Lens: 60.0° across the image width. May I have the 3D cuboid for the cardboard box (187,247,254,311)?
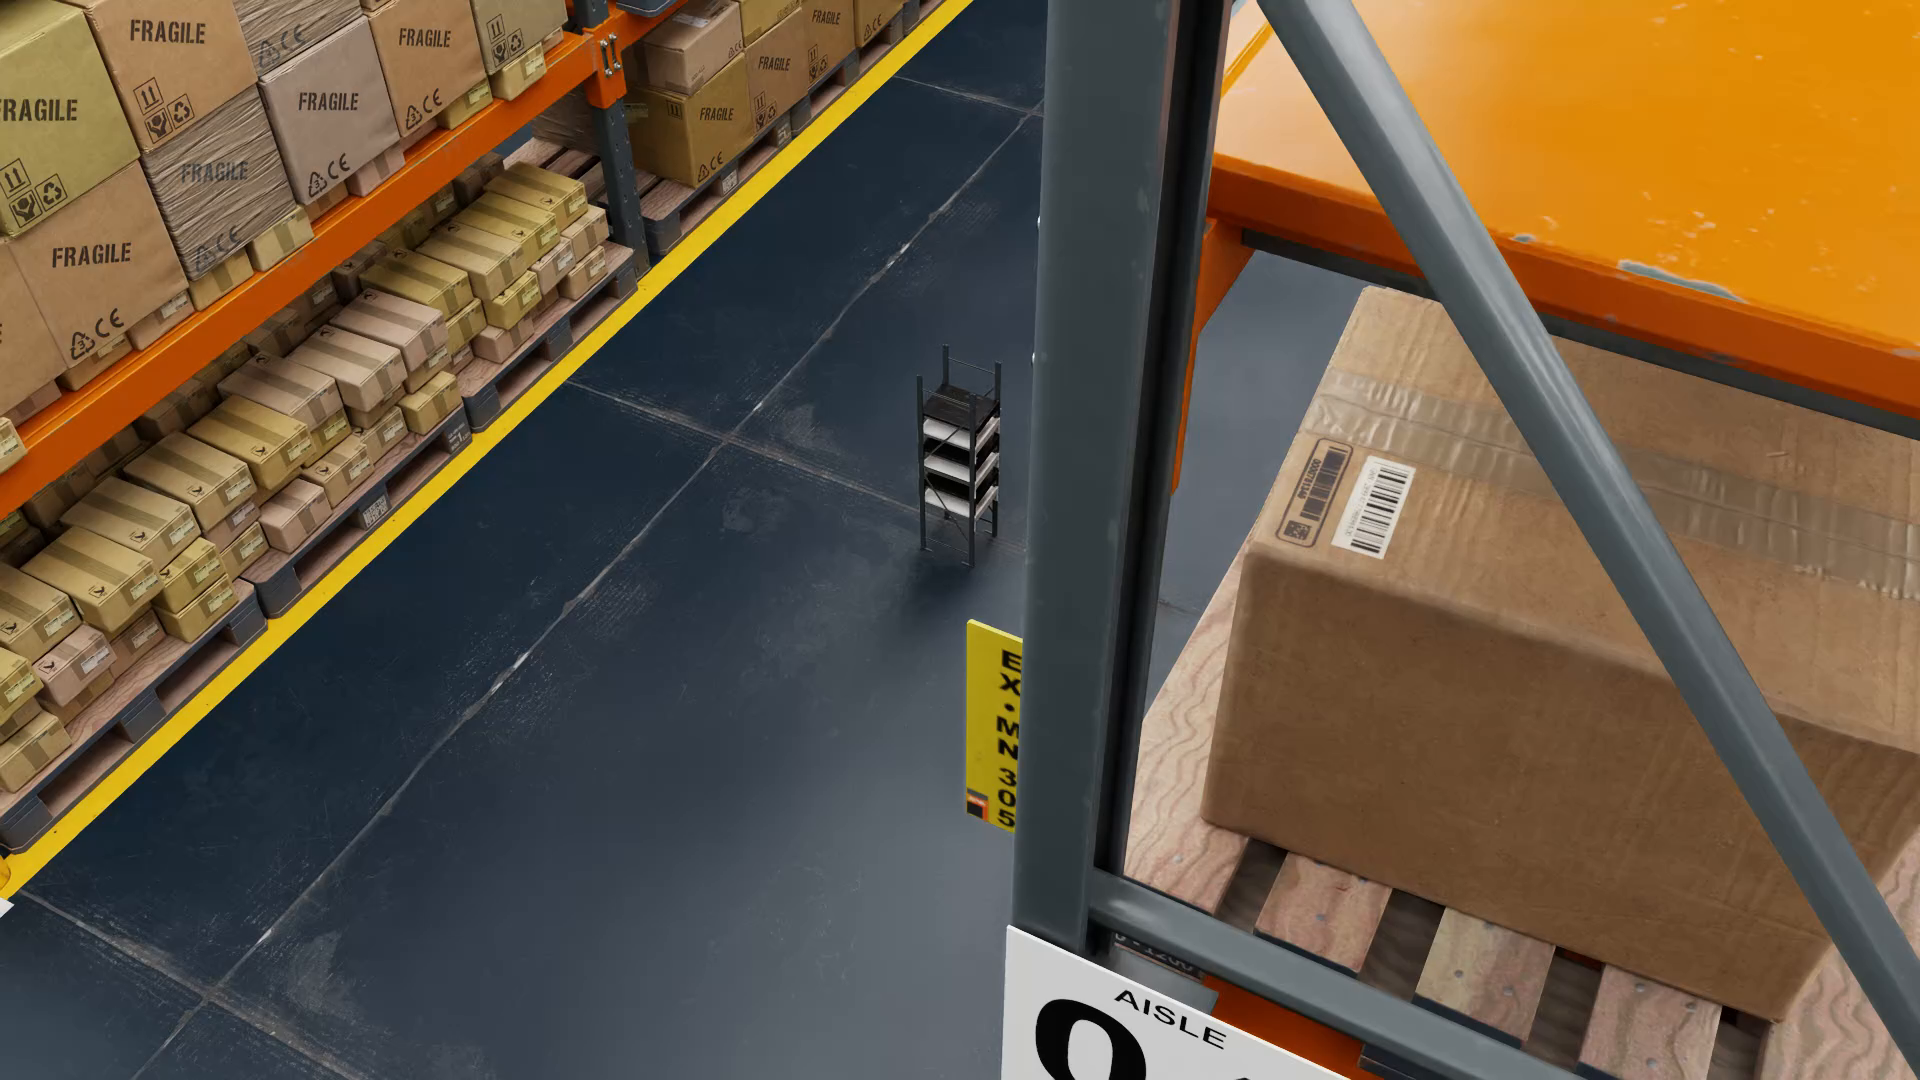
[{"bbox_3d":[-2.700,-0.972,5.779,0.380,0.149,0.250,22,49,20],"label":"cardboard box"}]

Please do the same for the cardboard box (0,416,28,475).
[{"bbox_3d":[-3.126,-0.299,5.113,0.380,0.149,0.250,19,48,18],"label":"cardboard box"}]

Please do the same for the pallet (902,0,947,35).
[{"bbox_3d":[-0.470,-3.533,10.093,1.003,0.211,1.213,20,49,19],"label":"pallet"}]

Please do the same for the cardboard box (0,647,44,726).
[{"bbox_3d":[-3.276,0.462,5.475,0.380,0.149,0.250,18,48,17],"label":"cardboard box"}]

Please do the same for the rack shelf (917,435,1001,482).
[{"bbox_3d":[-0.004,-0.351,6.385,0.258,0.077,0.200,20,49,19],"label":"rack shelf"}]

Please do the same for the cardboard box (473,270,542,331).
[{"bbox_3d":[-2.051,-1.083,7.211,0.380,0.149,0.250,19,48,18],"label":"cardboard box"}]

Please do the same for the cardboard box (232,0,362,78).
[{"bbox_3d":[-2.427,-1.946,5.582,0.500,0.500,0.500,22,49,20],"label":"cardboard box"}]

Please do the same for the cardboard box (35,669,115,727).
[{"bbox_3d":[-3.244,0.473,5.883,0.380,0.149,0.250,20,49,19],"label":"cardboard box"}]

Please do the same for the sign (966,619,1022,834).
[{"bbox_3d":[0.052,0.210,1.757,0.100,0.325,0.005,20,49,19],"label":"sign"}]

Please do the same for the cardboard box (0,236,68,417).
[{"bbox_3d":[-3.141,-0.642,4.996,0.500,0.500,0.500,21,49,19],"label":"cardboard box"}]

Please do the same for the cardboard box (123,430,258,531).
[{"bbox_3d":[-2.845,-0.223,6.152,0.380,0.149,0.250,22,49,21],"label":"cardboard box"}]

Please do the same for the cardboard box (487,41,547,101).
[{"bbox_3d":[-1.911,-1.941,6.736,0.380,0.149,0.250,19,48,18],"label":"cardboard box"}]

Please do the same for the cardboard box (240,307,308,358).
[{"bbox_3d":[-2.905,-0.857,6.779,0.380,0.149,0.250,19,48,17],"label":"cardboard box"}]

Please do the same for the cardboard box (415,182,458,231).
[{"bbox_3d":[-2.487,-1.537,7.451,0.380,0.149,0.250,23,50,21],"label":"cardboard box"}]

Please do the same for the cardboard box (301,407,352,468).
[{"bbox_3d":[-2.659,-0.474,6.609,0.380,0.149,0.250,23,50,21],"label":"cardboard box"}]

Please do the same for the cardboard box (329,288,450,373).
[{"bbox_3d":[-2.324,-0.858,6.779,0.380,0.149,0.250,18,48,17],"label":"cardboard box"}]

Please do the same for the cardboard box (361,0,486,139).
[{"bbox_3d":[-2.180,-1.900,6.239,0.500,0.500,0.500,19,48,18],"label":"cardboard box"}]

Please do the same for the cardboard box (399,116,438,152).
[{"bbox_3d":[-2.269,-1.653,6.451,0.380,0.149,0.250,19,48,18],"label":"cardboard box"}]

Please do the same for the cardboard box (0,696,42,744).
[{"bbox_3d":[-3.349,0.539,5.608,0.380,0.149,0.250,22,49,21],"label":"cardboard box"}]

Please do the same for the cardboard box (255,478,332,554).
[{"bbox_3d":[-2.693,-0.131,6.480,0.380,0.149,0.250,18,48,17],"label":"cardboard box"}]

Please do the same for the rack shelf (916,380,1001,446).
[{"bbox_3d":[-0.004,-0.478,6.257,0.258,0.077,0.200,20,49,19],"label":"rack shelf"}]

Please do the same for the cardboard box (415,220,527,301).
[{"bbox_3d":[-2.090,-1.196,7.114,0.380,0.149,0.250,20,49,19],"label":"cardboard box"}]

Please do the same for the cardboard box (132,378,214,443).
[{"bbox_3d":[-3.151,-0.541,6.466,0.380,0.149,0.250,19,48,18],"label":"cardboard box"}]

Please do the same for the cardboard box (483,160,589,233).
[{"bbox_3d":[-1.898,-1.530,7.444,0.380,0.149,0.250,22,49,20],"label":"cardboard box"}]

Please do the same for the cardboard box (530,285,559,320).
[{"bbox_3d":[-2.038,-1.135,7.472,0.380,0.149,0.250,22,49,20],"label":"cardboard box"}]

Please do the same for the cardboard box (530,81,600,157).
[{"bbox_3d":[-1.843,-2.303,8.380,0.500,0.500,0.500,20,49,18],"label":"cardboard box"}]

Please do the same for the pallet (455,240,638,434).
[{"bbox_3d":[-2.244,-1.070,7.659,1.003,0.211,1.213,20,49,19],"label":"pallet"}]

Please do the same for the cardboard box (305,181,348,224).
[{"bbox_3d":[-2.495,-1.315,6.117,0.380,0.149,0.250,20,49,18],"label":"cardboard box"}]

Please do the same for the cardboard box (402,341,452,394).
[{"bbox_3d":[-2.355,-0.790,6.922,0.380,0.149,0.250,22,49,20],"label":"cardboard box"}]

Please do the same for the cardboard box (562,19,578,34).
[{"bbox_3d":[-1.841,-2.570,8.116,0.500,0.250,0.500,19,48,18],"label":"cardboard box"}]

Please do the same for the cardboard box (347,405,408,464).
[{"bbox_3d":[-2.504,-0.477,6.821,0.380,0.149,0.250,21,49,20],"label":"cardboard box"}]

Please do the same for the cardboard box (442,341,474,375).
[{"bbox_3d":[-2.334,-0.821,7.162,0.380,0.149,0.250,19,48,18],"label":"cardboard box"}]

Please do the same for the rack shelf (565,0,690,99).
[{"bbox_3d":[-1.035,-3.492,8.598,1.077,0.370,4.000,20,49,19],"label":"rack shelf"}]

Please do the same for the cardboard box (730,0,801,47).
[{"bbox_3d":[-1.141,-2.732,8.276,0.500,0.250,0.500,22,49,20],"label":"cardboard box"}]

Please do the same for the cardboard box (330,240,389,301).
[{"bbox_3d":[-2.662,-1.190,7.108,0.380,0.149,0.250,19,48,18],"label":"cardboard box"}]

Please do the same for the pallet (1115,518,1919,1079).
[{"bbox_3d":[0.861,0.242,2.355,1.003,0.211,1.213,20,49,19],"label":"pallet"}]

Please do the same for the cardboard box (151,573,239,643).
[{"bbox_3d":[-2.919,0.189,6.163,0.380,0.149,0.250,21,49,20],"label":"cardboard box"}]

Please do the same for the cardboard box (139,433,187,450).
[{"bbox_3d":[-3.224,-0.456,6.591,0.380,0.149,0.250,23,50,21],"label":"cardboard box"}]

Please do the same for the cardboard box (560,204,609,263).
[{"bbox_3d":[-1.828,-1.432,7.556,0.380,0.149,0.250,21,49,20],"label":"cardboard box"}]

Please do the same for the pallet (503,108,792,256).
[{"bbox_3d":[-1.603,-1.996,8.574,1.003,0.211,1.213,20,49,19],"label":"pallet"}]

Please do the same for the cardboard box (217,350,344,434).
[{"bbox_3d":[-2.650,-0.563,6.489,0.380,0.149,0.250,21,49,19],"label":"cardboard box"}]

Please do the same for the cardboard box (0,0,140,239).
[{"bbox_3d":[-2.887,-1.292,4.935,0.500,0.500,0.500,19,48,18],"label":"cardboard box"}]

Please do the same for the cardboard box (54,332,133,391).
[{"bbox_3d":[-2.979,-0.670,5.480,0.380,0.149,0.250,20,49,19],"label":"cardboard box"}]

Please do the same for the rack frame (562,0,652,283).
[{"bbox_3d":[-1.963,-2.485,7.097,1.000,3.000,0.127,20,49,19],"label":"rack frame"}]

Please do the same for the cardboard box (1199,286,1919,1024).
[{"bbox_3d":[0.720,0.118,1.979,0.700,0.500,0.500,18,48,17],"label":"cardboard box"}]

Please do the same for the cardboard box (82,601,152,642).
[{"bbox_3d":[-3.137,0.202,5.941,0.380,0.149,0.250,21,49,20],"label":"cardboard box"}]

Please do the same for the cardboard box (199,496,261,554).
[{"bbox_3d":[-2.883,-0.122,6.262,0.380,0.149,0.250,18,48,17],"label":"cardboard box"}]

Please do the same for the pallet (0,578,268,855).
[{"bbox_3d":[-3.376,0.467,6.140,1.003,0.211,1.213,20,49,19],"label":"pallet"}]

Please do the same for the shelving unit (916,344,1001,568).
[{"bbox_3d":[-0.004,-0.311,6.425,0.258,0.900,0.210,20,49,19],"label":"shelving unit"}]

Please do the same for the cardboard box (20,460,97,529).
[{"bbox_3d":[-3.447,-0.224,6.153,0.380,0.149,0.250,19,48,18],"label":"cardboard box"}]

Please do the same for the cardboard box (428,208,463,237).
[{"bbox_3d":[-2.453,-1.423,7.548,0.380,0.149,0.250,21,49,19],"label":"cardboard box"}]

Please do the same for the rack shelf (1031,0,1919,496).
[{"bbox_3d":[1.455,-1.239,2.435,1.077,0.370,4.000,20,49,19],"label":"rack shelf"}]

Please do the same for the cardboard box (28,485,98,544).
[{"bbox_3d":[-3.372,-0.105,6.245,0.380,0.149,0.250,20,49,19],"label":"cardboard box"}]

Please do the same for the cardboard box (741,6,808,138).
[{"bbox_3d":[-1.141,-2.466,8.540,0.500,0.500,0.500,23,50,21],"label":"cardboard box"}]

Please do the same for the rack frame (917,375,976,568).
[{"bbox_3d":[-0.051,-0.247,6.362,0.240,0.900,0.006,20,49,19],"label":"rack frame"}]

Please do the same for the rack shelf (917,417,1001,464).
[{"bbox_3d":[-0.004,-0.414,6.321,0.258,0.077,0.200,20,49,19],"label":"rack shelf"}]

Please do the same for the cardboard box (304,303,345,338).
[{"bbox_3d":[-2.810,-0.923,7.054,0.380,0.149,0.250,23,50,21],"label":"cardboard box"}]

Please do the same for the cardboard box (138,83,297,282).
[{"bbox_3d":[-2.671,-1.270,5.616,0.500,0.500,0.500,19,48,18],"label":"cardboard box"}]

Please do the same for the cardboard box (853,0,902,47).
[{"bbox_3d":[-0.656,-3.109,9.176,0.500,0.500,0.500,18,48,17],"label":"cardboard box"}]

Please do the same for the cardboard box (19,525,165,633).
[{"bbox_3d":[-3.024,0.132,5.801,0.380,0.149,0.250,20,49,19],"label":"cardboard box"}]
